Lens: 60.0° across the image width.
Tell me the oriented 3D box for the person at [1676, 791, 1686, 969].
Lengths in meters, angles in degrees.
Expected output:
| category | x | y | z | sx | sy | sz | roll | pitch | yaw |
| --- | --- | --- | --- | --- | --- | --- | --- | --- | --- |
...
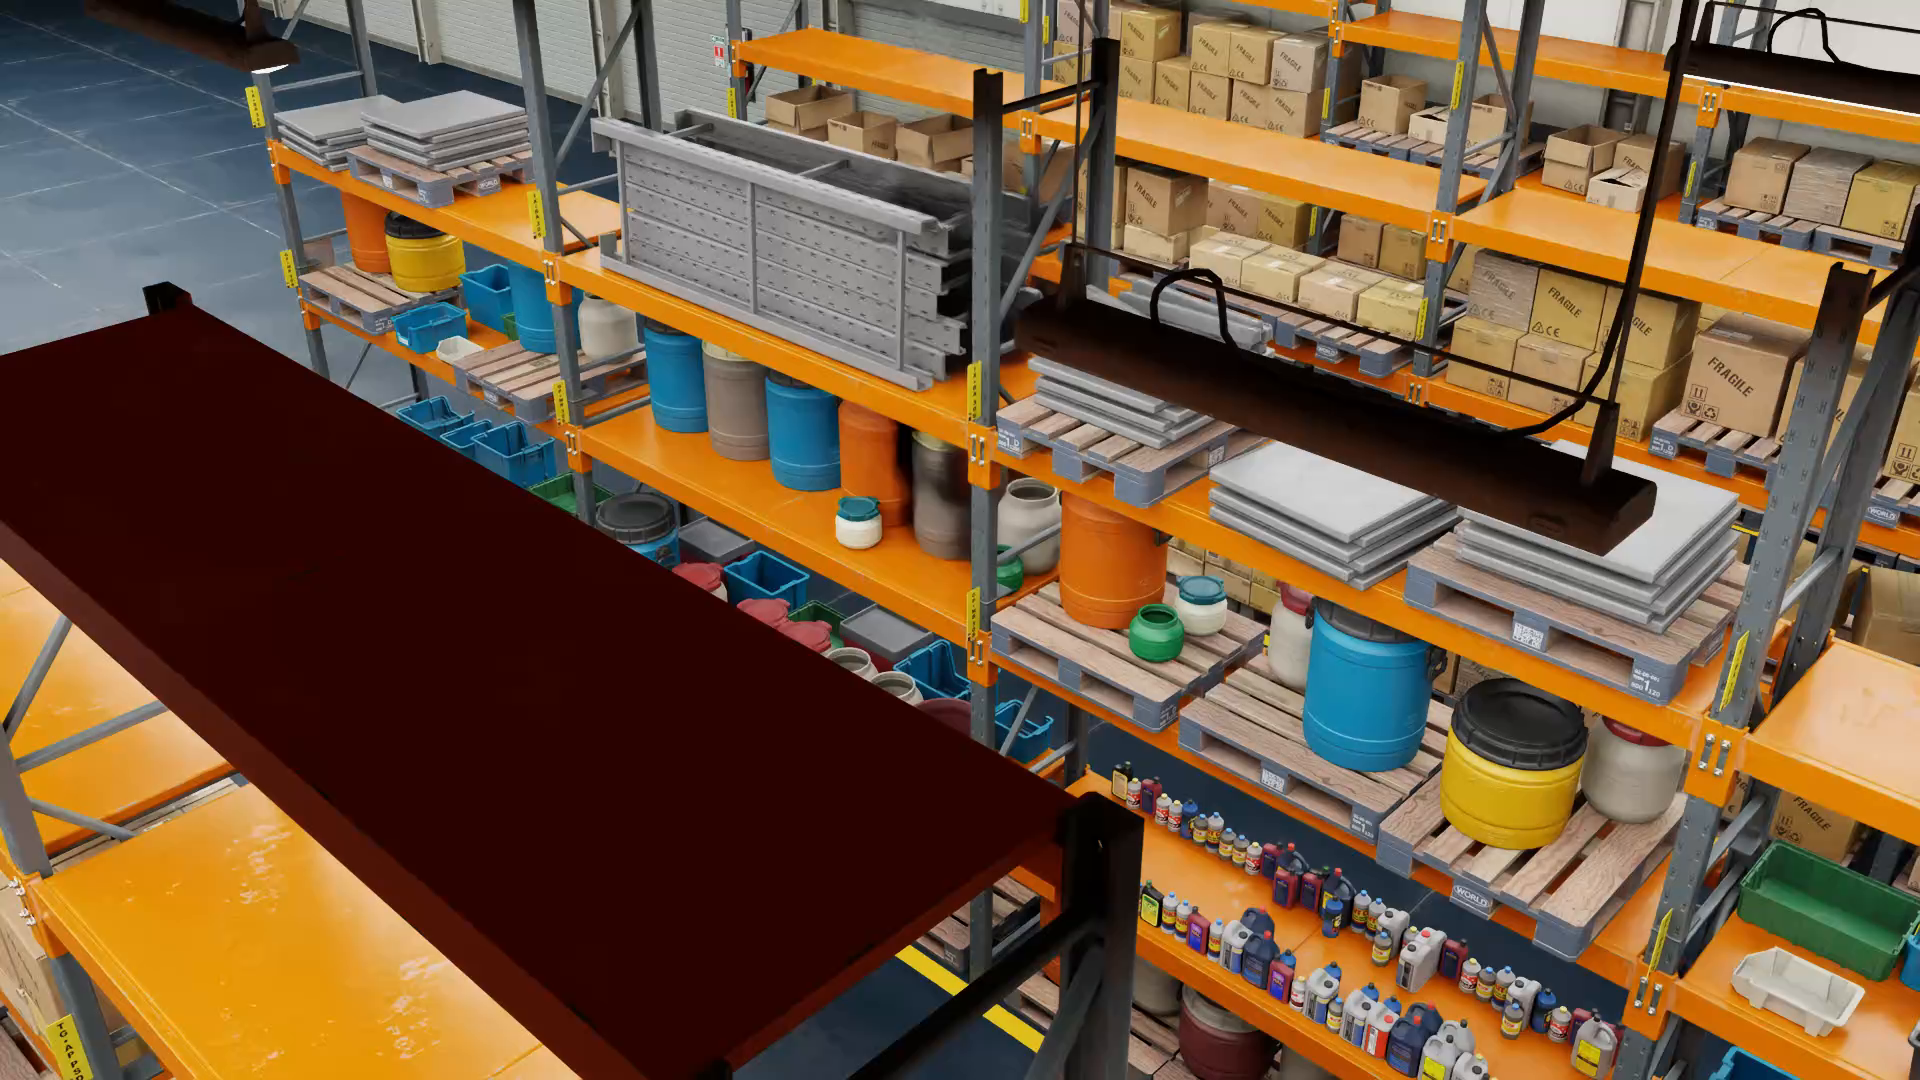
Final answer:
| category | x | y | z | sx | sy | sz | roll | pitch | yaw |
| --- | --- | --- | --- | --- | --- | --- | --- | --- | --- |
| person | 4.400 | 2.125 | 10.783 | 0.855 | 1.625 | 0.610 | 20 | 35 | 31 |
